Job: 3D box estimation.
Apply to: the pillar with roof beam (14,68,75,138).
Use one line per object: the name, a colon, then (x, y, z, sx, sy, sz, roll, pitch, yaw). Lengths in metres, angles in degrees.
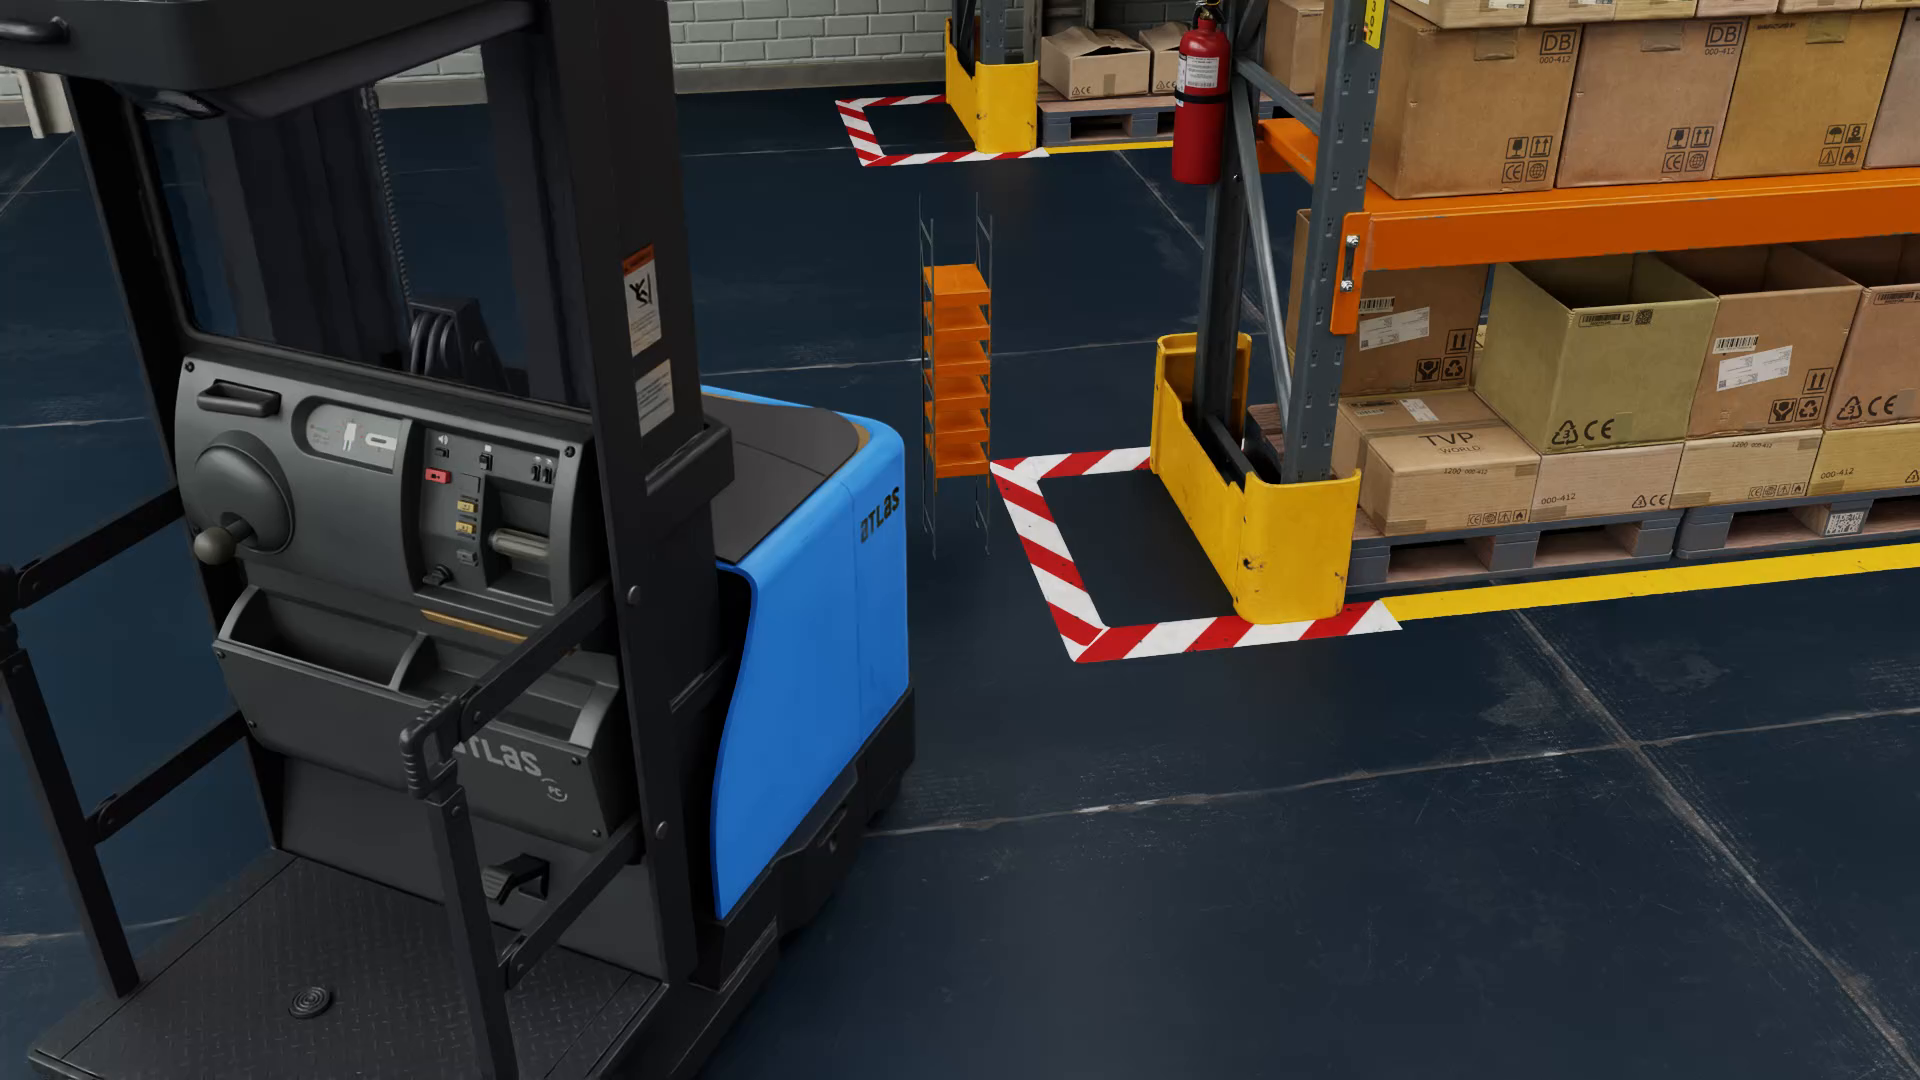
pillar with roof beam: (-4.493, -4.183, 3.986, 0.400, 9.000, 9.100, -5, 31, -9)

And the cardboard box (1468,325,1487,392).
cardboard box: (1.961, -0.570, 6.059, 0.500, 0.250, 0.500, -5, 31, -9)

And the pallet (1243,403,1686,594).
pallet: (1.741, -0.215, 5.908, 1.213, 0.211, 1.003, -5, 31, -9)

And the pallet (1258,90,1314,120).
pallet: (2.178, -2.767, 10.248, 1.213, 0.211, 1.003, -5, 31, -9)

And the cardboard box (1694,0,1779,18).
cardboard box: (2.175, -1.647, 4.853, 0.250, 0.149, 0.380, -6, 31, -10)

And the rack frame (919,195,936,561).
rack frame: (-0.104, -0.508, 5.429, 0.006, 1.200, 0.240, -5, 31, -9)

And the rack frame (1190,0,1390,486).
rack frame: (0.997, -1.327, 5.047, 0.127, 3.000, 1.000, -5, 31, -9)

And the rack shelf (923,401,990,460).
rack shelf: (-0.014, -0.374, 5.527, 0.180, 0.103, 0.258, -5, 31, -9)

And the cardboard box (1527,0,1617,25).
cardboard box: (1.681, -1.603, 4.779, 0.250, 0.149, 0.380, -6, 31, -10)

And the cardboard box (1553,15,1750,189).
cardboard box: (1.974, -1.456, 5.169, 0.500, 0.500, 0.700, -5, 31, -8)

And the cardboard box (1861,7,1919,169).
cardboard box: (2.980, -1.549, 5.326, 0.500, 0.500, 0.700, -4, 31, -7)

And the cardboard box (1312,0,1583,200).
cardboard box: (1.458, -1.406, 5.083, 0.500, 0.500, 0.700, -5, 31, -9)

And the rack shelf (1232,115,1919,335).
rack shelf: (2.964, -1.199, 5.540, 4.000, 0.370, 1.077, -5, 31, -9)

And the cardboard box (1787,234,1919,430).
cardboard box: (3.040, -0.719, 5.572, 0.500, 0.500, 0.500, -5, 31, -9)

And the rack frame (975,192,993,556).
rack frame: (0.076, -0.524, 5.458, 0.006, 1.200, 0.240, -5, 31, -9)

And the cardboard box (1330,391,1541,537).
cardboard box: (1.564, -0.260, 5.532, 0.500, 0.250, 0.500, -5, 31, -9)

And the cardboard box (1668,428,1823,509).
cardboard box: (2.547, -0.353, 5.690, 0.500, 0.250, 0.500, -5, 31, -9)

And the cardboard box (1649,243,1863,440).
cardboard box: (2.545, -0.682, 5.510, 0.500, 0.500, 0.500, -5, 31, -9)

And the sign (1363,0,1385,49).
sign: (1.091, -1.457, 4.336, 0.005, 0.325, 0.100, -5, 31, -9)

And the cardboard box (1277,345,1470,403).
cardboard box: (1.471, -0.519, 5.971, 0.500, 0.250, 0.500, -5, 31, -9)

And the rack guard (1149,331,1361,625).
rack guard: (0.973, -0.247, 5.677, 0.348, 0.500, 1.175, -5, 31, -9)

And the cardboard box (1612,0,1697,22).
cardboard box: (1.926, -1.625, 4.816, 0.250, 0.149, 0.380, -5, 31, -9)

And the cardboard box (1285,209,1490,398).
cardboard box: (1.471, -0.843, 5.783, 0.500, 0.500, 0.500, -5, 31, -9)

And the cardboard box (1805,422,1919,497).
cardboard box: (3.040, -0.397, 5.763, 0.500, 0.250, 0.500, -5, 31, -9)

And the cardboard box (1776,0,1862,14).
cardboard box: (2.437, -1.673, 4.897, 0.250, 0.149, 0.380, -6, 31, -11)

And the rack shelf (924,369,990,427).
rack shelf: (-0.014, -0.478, 5.466, 0.180, 0.103, 0.258, -5, 31, -9)

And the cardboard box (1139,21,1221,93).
cardboard box: (1.358, -2.897, 9.936, 0.500, 0.311, 0.500, -3, 31, -5)

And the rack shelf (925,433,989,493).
rack shelf: (-0.014, -0.271, 5.588, 0.180, 0.103, 0.258, -5, 31, -9)

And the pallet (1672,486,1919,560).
pallet: (2.939, -0.325, 6.094, 1.213, 0.211, 1.003, -5, 31, -9)

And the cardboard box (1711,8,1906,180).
cardboard box: (2.463, -1.499, 5.241, 0.500, 0.500, 0.700, -5, 31, -9)

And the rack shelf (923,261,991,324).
rack shelf: (-0.014, -0.788, 5.284, 0.180, 0.103, 0.258, -5, 31, -9)

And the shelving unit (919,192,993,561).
shelving unit: (-0.014, -0.516, 5.444, 0.189, 1.200, 0.258, -5, 31, -9)

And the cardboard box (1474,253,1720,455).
cardboard box: (2.056, -0.630, 5.421, 0.500, 0.500, 0.500, -5, 31, -9)

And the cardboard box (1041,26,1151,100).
cardboard box: (0.797, -2.845, 9.848, 0.500, 0.311, 0.500, -9, 32, -15)

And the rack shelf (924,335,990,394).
rack shelf: (-0.014, -0.581, 5.405, 0.180, 0.103, 0.258, -5, 31, -9)

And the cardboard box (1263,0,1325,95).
cardboard box: (2.089, -3.021, 9.960, 0.500, 0.500, 0.700, -7, 31, -12)

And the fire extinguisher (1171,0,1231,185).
fire extinguisher: (0.797, -1.514, 5.442, 0.183, 0.674, 0.296, -5, 31, -9)

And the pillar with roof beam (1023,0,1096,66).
pillar with roof beam: (1.409, -4.731, 4.918, 0.400, 9.000, 9.100, -5, 31, -9)

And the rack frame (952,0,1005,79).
rack frame: (0.101, -3.796, 9.247, 0.127, 3.000, 1.000, -5, 31, -9)

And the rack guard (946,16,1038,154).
rack guard: (0.175, -2.725, 9.892, 0.348, 0.500, 1.175, -5, 31, -9)

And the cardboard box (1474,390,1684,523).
cardboard box: (2.055, -0.308, 5.613, 0.500, 0.250, 0.500, -5, 31, -9)

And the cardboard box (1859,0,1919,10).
cardboard box: (2.688, -1.696, 4.937, 0.250, 0.149, 0.380, -6, 31, -10)

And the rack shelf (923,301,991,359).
rack shelf: (-0.014, -0.684, 5.344, 0.180, 0.103, 0.258, -5, 31, -9)

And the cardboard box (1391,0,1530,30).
cardboard box: (1.421, -1.578, 4.735, 0.250, 0.149, 0.380, -6, 31, -9)

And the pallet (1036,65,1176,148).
pallet: (0.981, -2.658, 10.061, 1.213, 0.211, 1.003, -5, 31, -9)

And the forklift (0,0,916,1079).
forklift: (-1.180, -0.043, 2.932, 1.130, 2.935, 3.031, 13, 33, 20)
